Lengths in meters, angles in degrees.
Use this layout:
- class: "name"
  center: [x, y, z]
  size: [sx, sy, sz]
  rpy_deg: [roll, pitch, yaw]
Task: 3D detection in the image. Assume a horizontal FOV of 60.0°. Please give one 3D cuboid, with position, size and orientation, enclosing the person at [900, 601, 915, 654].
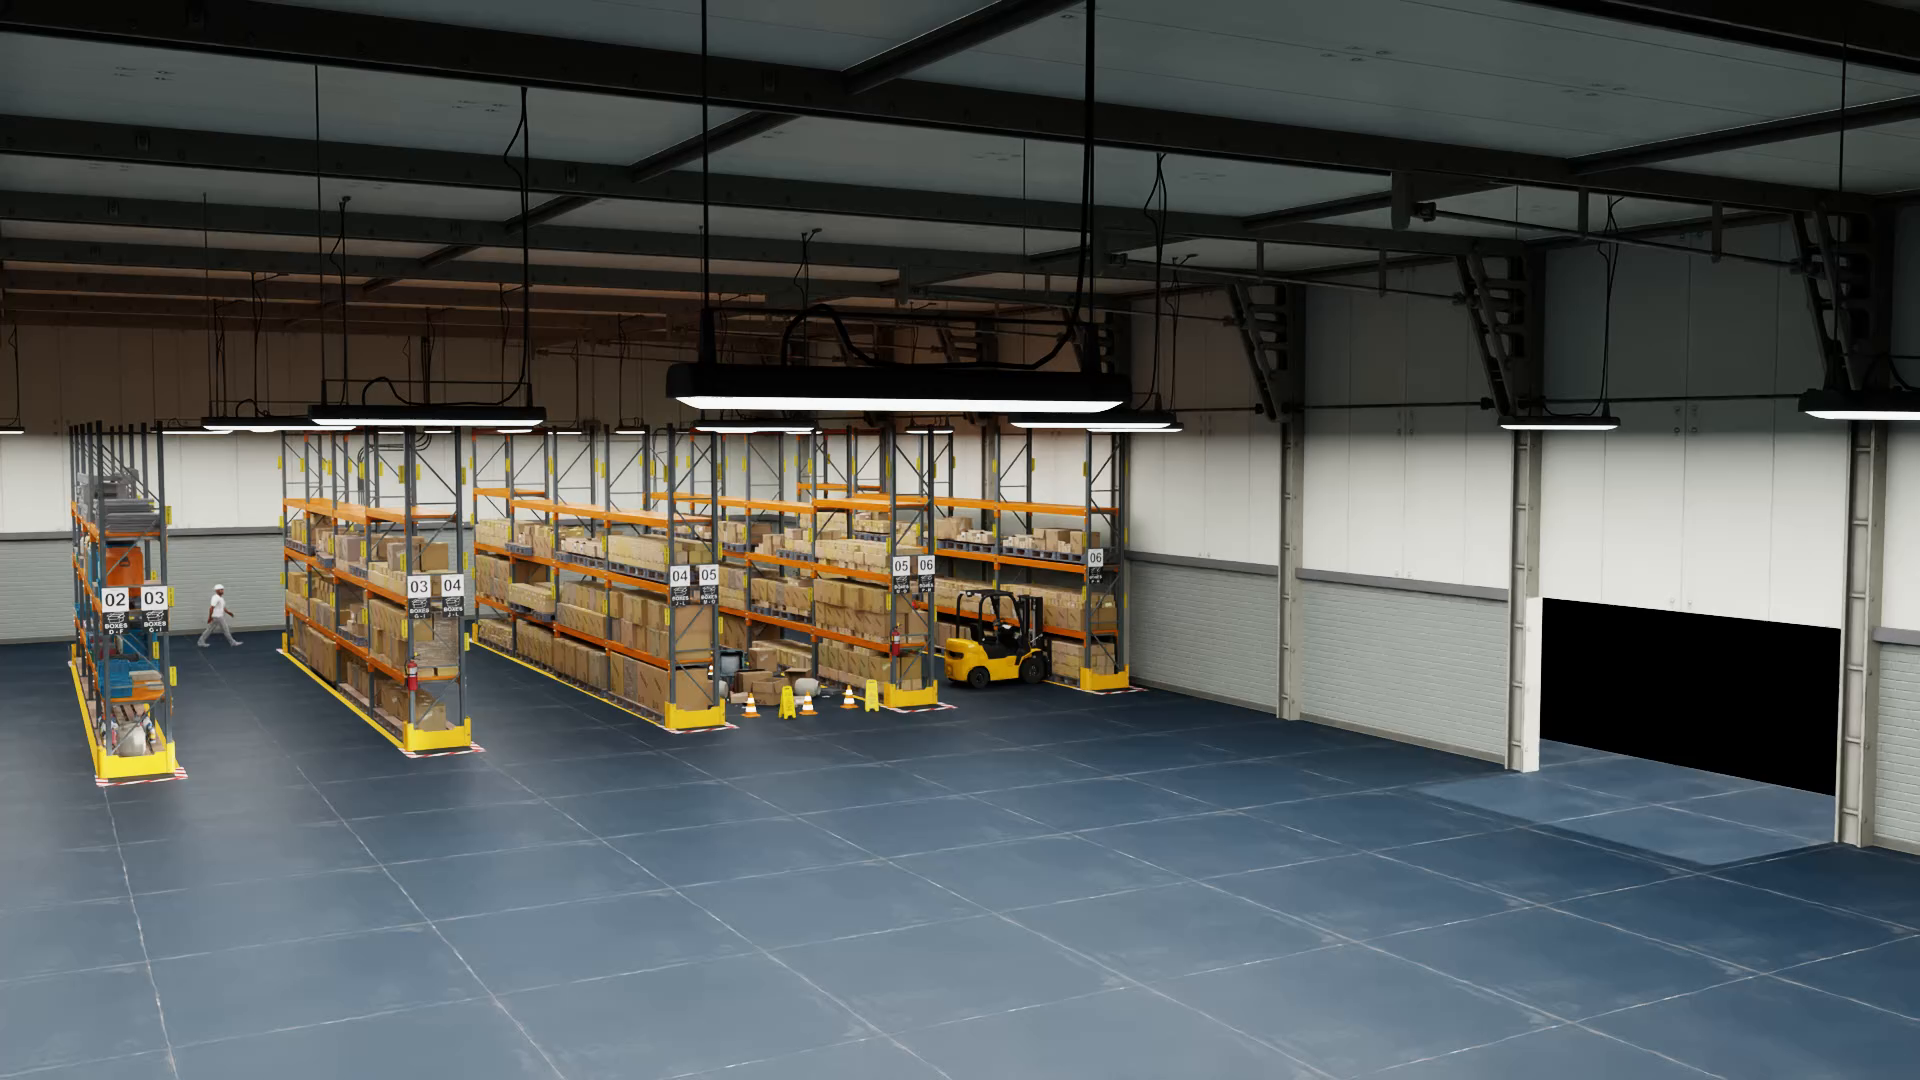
- class: "person"
  center: [-1.239, 2.212, 39.968]
  size: [0.589, 1.641, 0.671]
  rpy_deg: [-3, 4, -36]

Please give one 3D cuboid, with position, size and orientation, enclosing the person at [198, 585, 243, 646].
- class: "person"
  center: [-20.161, 2.059, 45.267]
  size: [1.121, 1.697, 0.557]
  rpy_deg: [-2, 4, -26]
